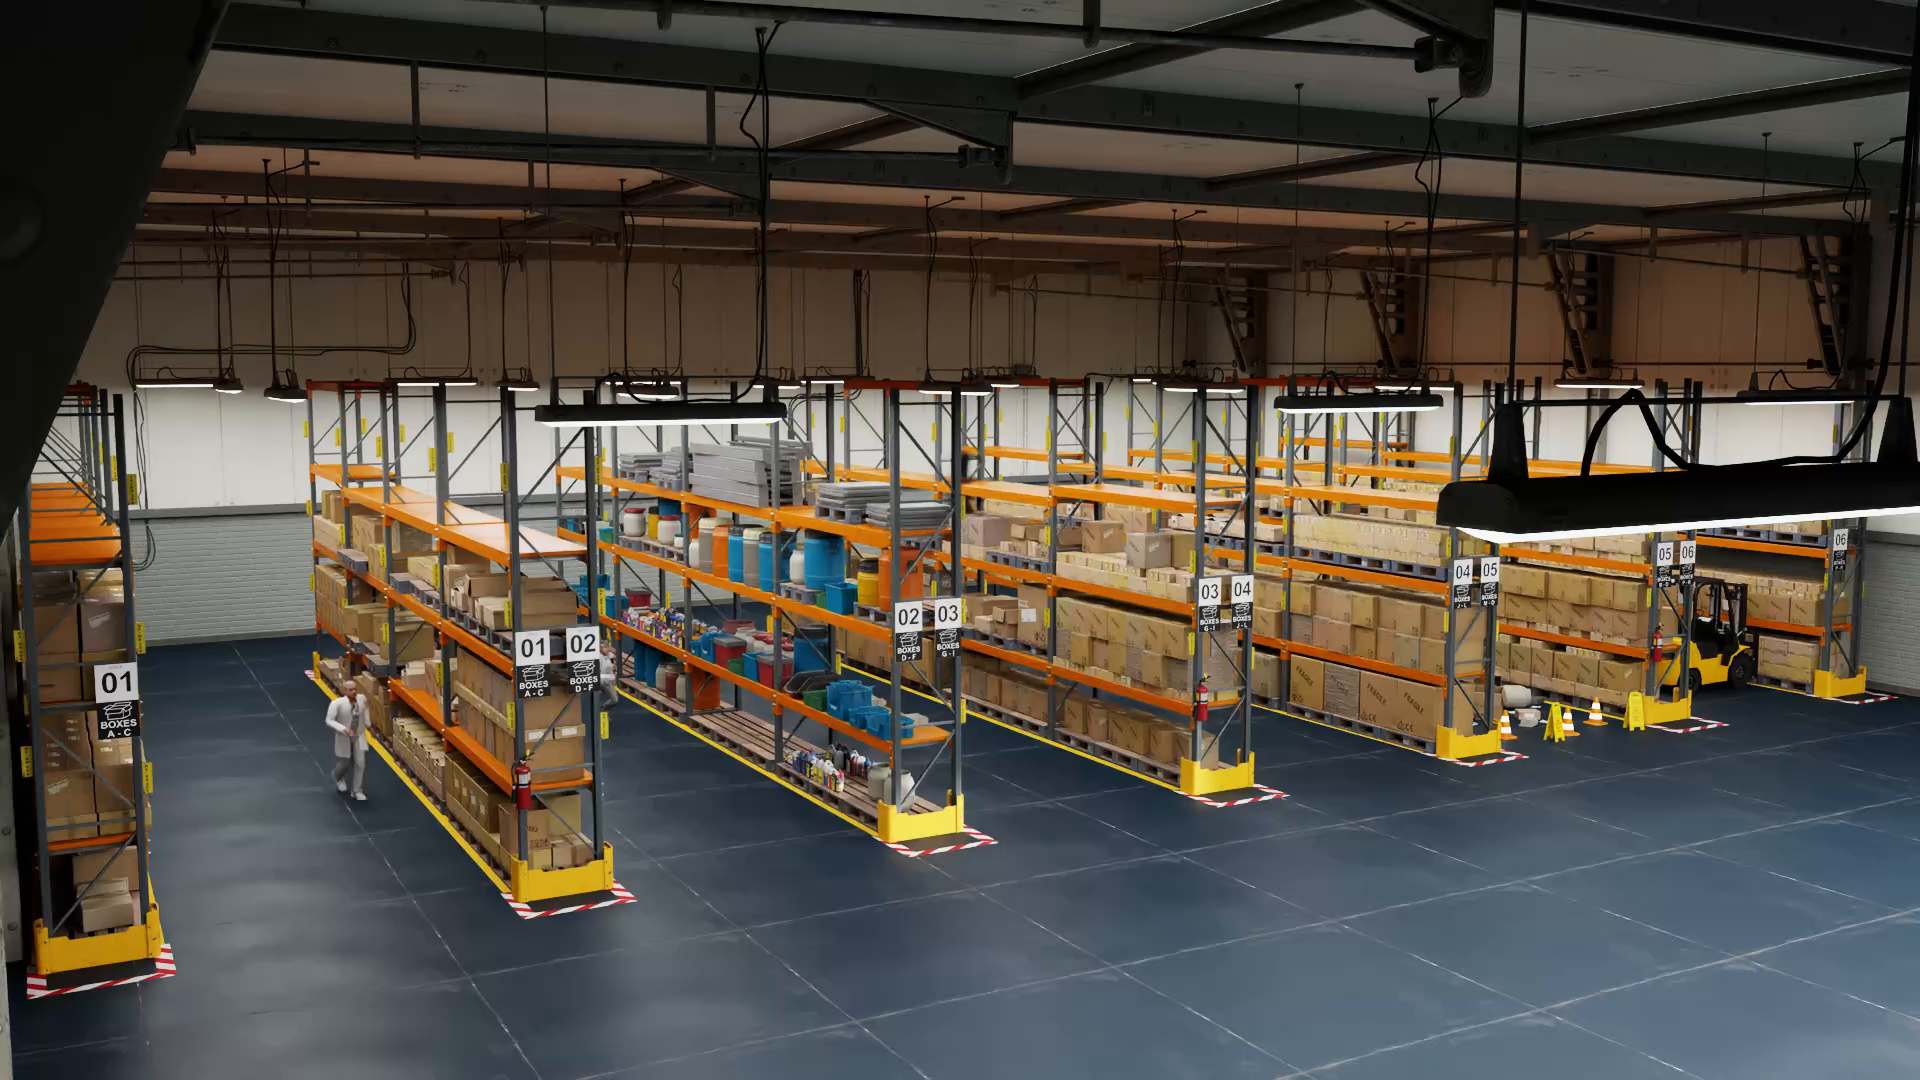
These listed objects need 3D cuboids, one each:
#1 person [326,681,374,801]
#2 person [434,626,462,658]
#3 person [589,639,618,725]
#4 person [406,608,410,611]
[{"bbox_3d":[-8.949,2.889,24.281,0.695,1.743,0.953,-5,8,-39],"label":"person"},{"bbox_3d":[-9.905,2.105,32.163,0.676,1.615,0.871,-5,8,-40],"label":"person"},{"bbox_3d":[-6.190,2.475,28.872,0.798,1.578,0.610,6,8,44],"label":"person"},{"bbox_3d":[-11.874,1.872,35.595,0.932,1.399,0.625,4,7,33],"label":"person"}]
